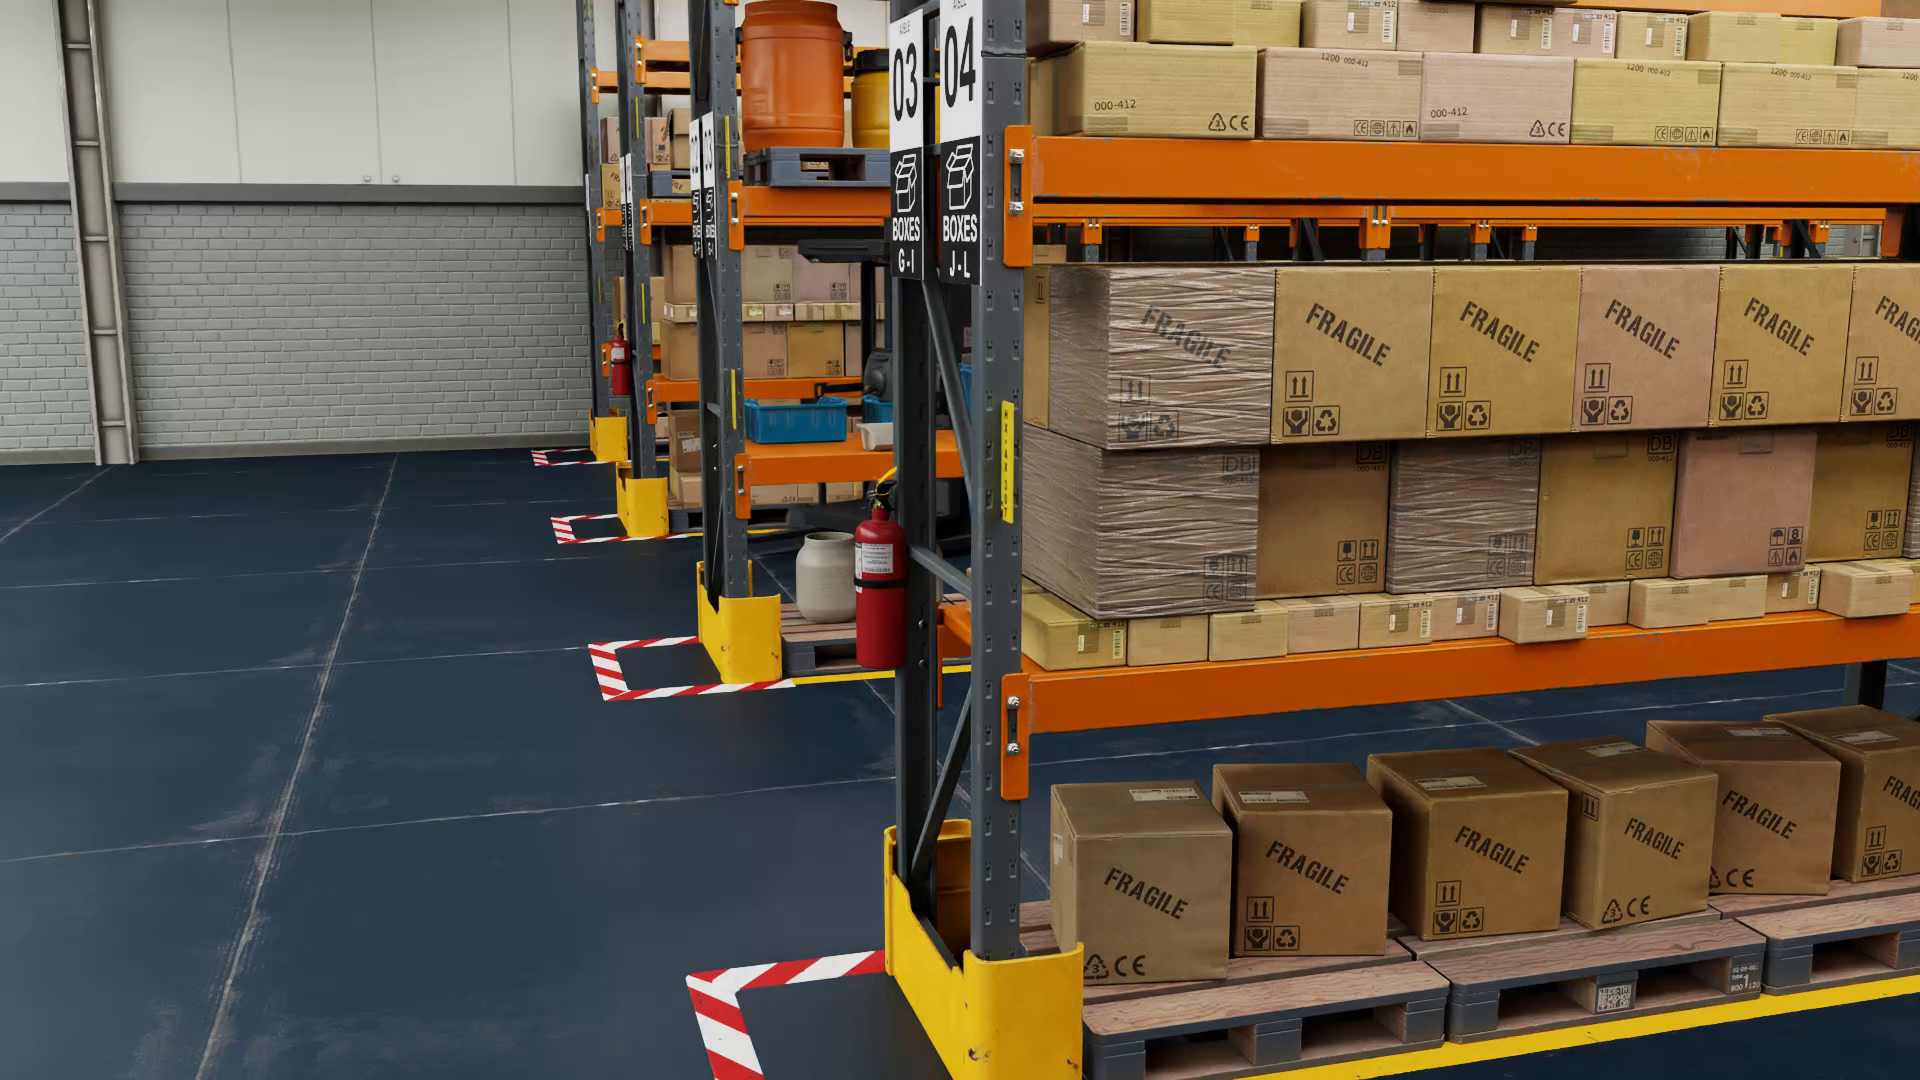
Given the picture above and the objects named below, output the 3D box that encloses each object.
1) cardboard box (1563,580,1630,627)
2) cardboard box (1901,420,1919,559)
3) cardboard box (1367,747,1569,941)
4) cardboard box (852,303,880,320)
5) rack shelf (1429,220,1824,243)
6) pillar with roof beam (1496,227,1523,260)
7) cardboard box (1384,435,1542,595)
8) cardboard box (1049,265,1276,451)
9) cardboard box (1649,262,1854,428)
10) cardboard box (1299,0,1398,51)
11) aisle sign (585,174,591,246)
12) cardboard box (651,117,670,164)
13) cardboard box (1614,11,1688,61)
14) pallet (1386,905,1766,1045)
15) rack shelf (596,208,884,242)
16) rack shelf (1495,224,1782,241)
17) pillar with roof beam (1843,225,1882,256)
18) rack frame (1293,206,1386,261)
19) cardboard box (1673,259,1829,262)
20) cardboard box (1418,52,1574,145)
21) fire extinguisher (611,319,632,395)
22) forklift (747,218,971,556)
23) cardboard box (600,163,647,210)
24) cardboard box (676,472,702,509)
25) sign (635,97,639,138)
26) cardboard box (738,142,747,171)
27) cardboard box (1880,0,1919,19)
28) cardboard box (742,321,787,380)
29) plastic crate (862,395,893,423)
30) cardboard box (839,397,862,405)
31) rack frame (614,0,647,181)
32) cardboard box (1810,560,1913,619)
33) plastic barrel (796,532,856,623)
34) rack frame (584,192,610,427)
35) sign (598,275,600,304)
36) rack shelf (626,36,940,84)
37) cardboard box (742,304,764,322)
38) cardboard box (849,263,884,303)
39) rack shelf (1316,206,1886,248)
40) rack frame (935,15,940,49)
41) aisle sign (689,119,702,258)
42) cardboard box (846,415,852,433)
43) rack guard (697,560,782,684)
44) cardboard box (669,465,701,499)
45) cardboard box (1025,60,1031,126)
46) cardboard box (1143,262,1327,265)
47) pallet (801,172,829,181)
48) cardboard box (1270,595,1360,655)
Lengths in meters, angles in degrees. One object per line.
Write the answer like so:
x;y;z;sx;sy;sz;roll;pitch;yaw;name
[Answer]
1.987;0.175;5.507;0.250;0.149;0.380;-3;11;-16;cardboard box
3.368;-0.267;6.114;0.500;0.500;0.875;-3;11;-16;cardboard box
1.751;1.048;5.811;0.500;0.500;0.500;-2;11;-11;cardboard box
-0.876;-2.032;14.730;0.250;0.149;0.380;-3;11;-15;cardboard box
6.812;-3.231;17.014;4.000;0.370;1.077;-3;11;-16;rack shelf
8.978;-5.459;18.848;0.400;9.000;9.100;-3;11;-16;pillar with roof beam
1.451;-0.164;5.553;0.500;0.500;0.875;-3;11;-16;cardboard box
0.581;-0.549;4.883;0.500;0.500;0.500;-3;11;-16;cardboard box
2.502;-0.650;5.430;0.500;0.500;0.500;-3;11;-16;cardboard box
1.071;-1.484;4.853;0.250;0.149;0.380;-3;11;-14;cardboard box
-4.162;-3.687;18.610;0.004;0.787;0.394;-3;11;-16;aisle sign
-3.244;-4.484;18.742;0.500;0.500;0.500;-3;11;-17;cardboard box
2.038;-1.549;5.201;0.250;0.149;0.380;-3;11;-18;cardboard box
2.008;1.390;5.911;1.213;0.211;1.003;-3;11;-16;pallet
-2.257;-3.687;19.491;4.000;0.370;1.077;-3;11;-16;rack shelf
9.265;-4.294;22.790;4.000;0.370;1.077;-3;11;-16;rack shelf
14.739;-5.763;20.497;0.400;9.000;9.100;-3;11;-16;pillar with roof beam
2.432;-0.945;10.893;0.127;3.000;1.000;-3;11;-16;rack frame
2.834;-0.767;6.067;0.500;0.500;0.500;-3;11;-16;cardboard box
1.481;-1.314;5.027;0.500;0.250;0.500;-3;11;-16;cardboard box
-3.032;-1.640;14.885;0.183;0.674;0.296;-3;11;-16;fire extinguisher
-0.596;-1.341;13.235;3.031;2.935;1.130;-10;14;-42;forklift
-3.786;-3.972;18.721;0.500;0.500;0.500;-3;11;-14;cardboard box
-2.212;-0.446;14.620;0.500;0.250;0.500;-3;11;-16;cardboard box
-2.640;-3.451;13.588;0.005;0.325;0.100;-3;11;-16;sign
-1.757;-3.384;14.728;0.500;0.250;0.500;-3;11;-16;cardboard box
3.456;-1.933;5.498;0.500;0.500;0.500;-3;11;-18;cardboard box
-1.834;-1.701;14.728;0.500;0.500;0.700;-3;11;-14;cardboard box
-0.386;-0.778;10.400;0.408;0.251;0.499;-3;11;-16;plastic crate
-1.322;-1.594;20.111;0.500;0.500;0.500;-4;11;-20;cardboard box
-2.789;-4.554;13.928;0.127;3.000;1.000;-3;11;-16;rack frame
2.984;0.147;5.656;0.250;0.149;0.380;-3;11;-16;cardboard box
-0.798;0.228;10.233;0.421;0.512;0.421;0;10;0;plastic barrel
-4.177;-2.464;19.148;0.127;3.000;1.000;-3;11;-16;rack frame
-4.025;-2.796;18.557;0.005;0.325;0.100;-3;11;-16;sign
-0.869;-4.105;14.579;4.000;0.370;1.077;-3;11;-16;rack shelf
-1.859;-1.980;14.451;0.250;0.149;0.380;-3;11;-16;cardboard box
-0.818;-2.393;14.903;0.500;0.500;0.700;-3;11;-16;cardboard box
4.353;-2.167;11.236;4.000;0.370;1.077;-3;11;-16;rack shelf
-0.337;-5.617;19.704;0.127;3.000;1.000;-3;11;-16;rack frame
-1.560;-2.069;9.818;0.004;0.787;0.394;-3;11;-16;aisle sign
-1.256;-0.868;14.841;0.500;0.500;0.500;-3;11;-16;cardboard box
-1.348;0.475;10.085;0.348;0.500;1.175;-3;11;-16;rack guard
-2.357;-0.536;15.109;0.500;0.250;0.500;-3;11;-16;cardboard box
0.368;-1.351;5.231;0.500;0.250;0.500;-3;11;-15;cardboard box
0.914;-0.665;5.517;0.500;0.500;0.500;-3;11;-16;cardboard box
-0.929;-3.129;14.717;1.213;0.211;1.003;-3;11;-16;pallet
1.040;0.234;5.186;0.250;0.149;0.380;-3;11;-16;cardboard box
